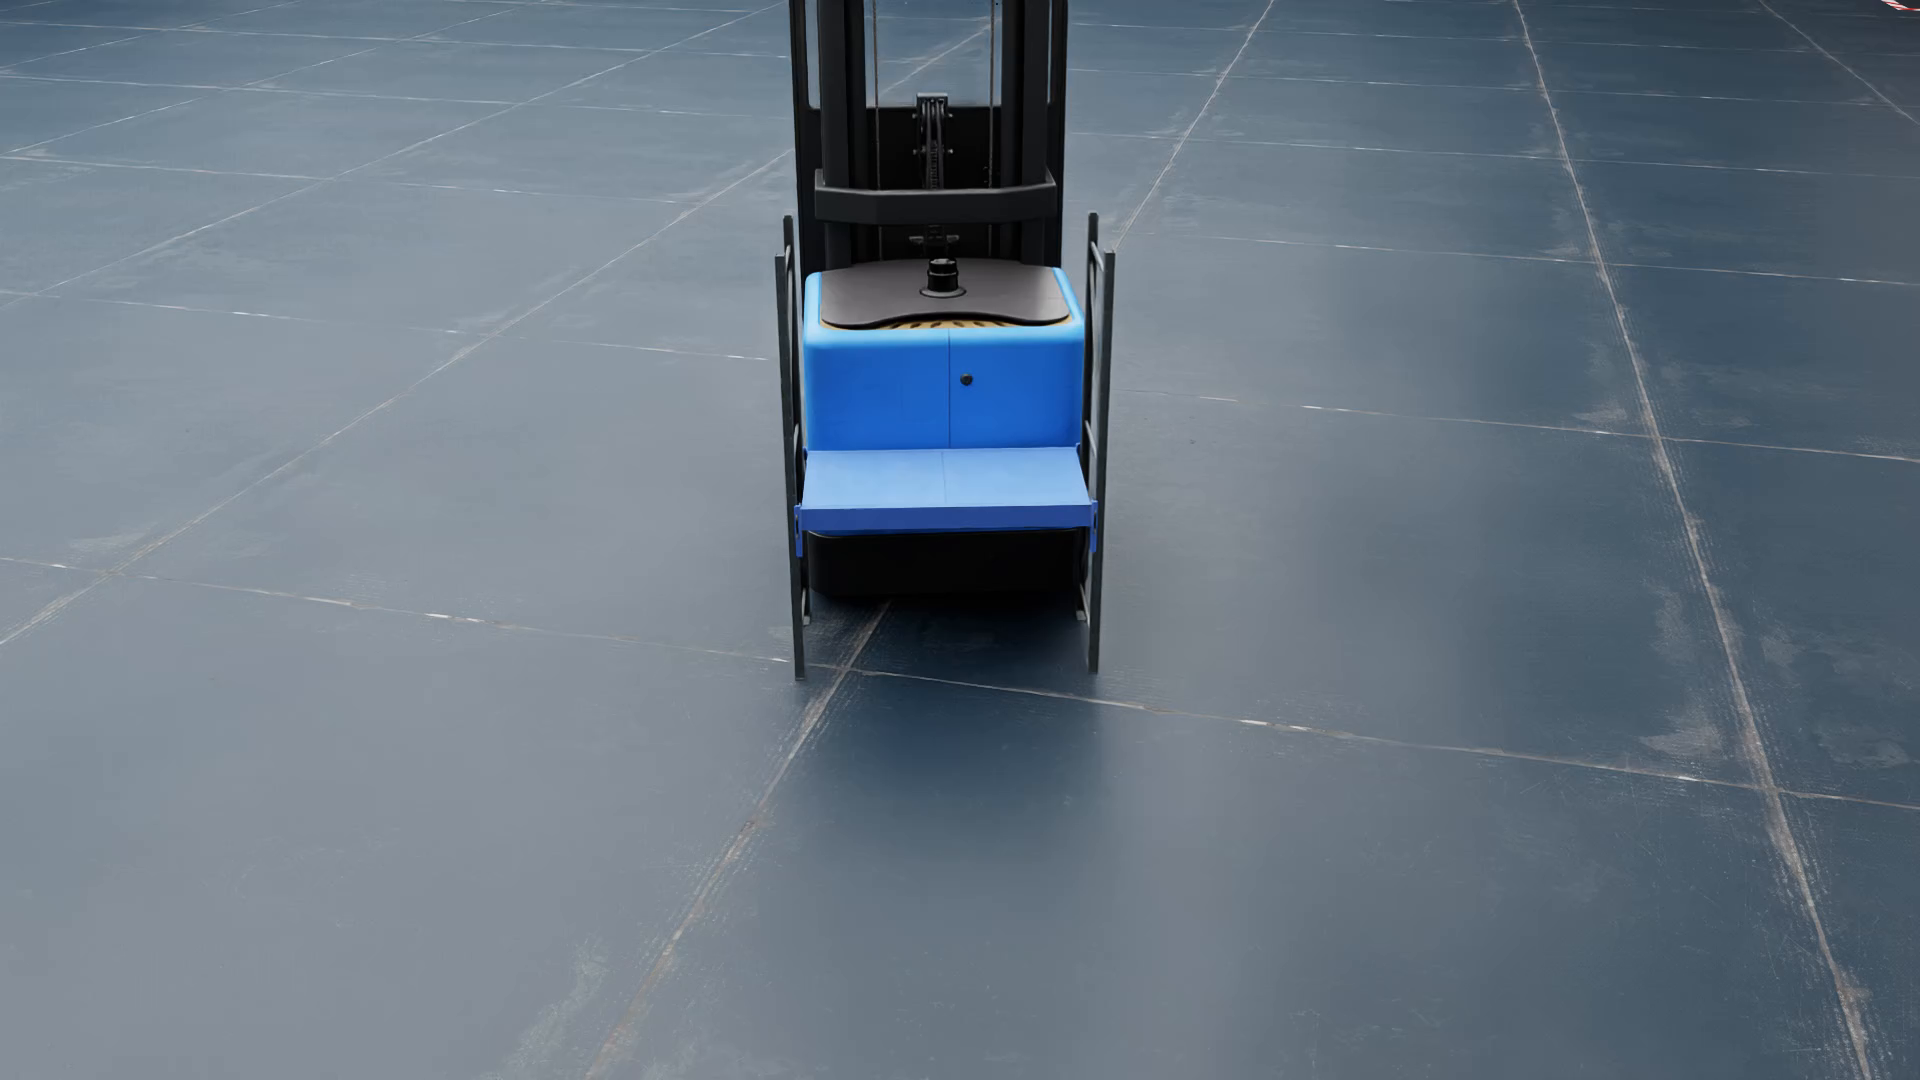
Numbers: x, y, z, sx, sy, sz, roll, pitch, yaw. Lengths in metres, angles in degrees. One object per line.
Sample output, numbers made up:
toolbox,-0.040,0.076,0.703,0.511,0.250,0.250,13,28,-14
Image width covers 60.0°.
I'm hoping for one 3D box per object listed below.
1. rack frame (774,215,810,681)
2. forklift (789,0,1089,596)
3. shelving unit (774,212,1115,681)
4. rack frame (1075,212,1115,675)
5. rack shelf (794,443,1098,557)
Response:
rack frame,-0.562,-0.299,5.632,0.032,1.500,0.500,-1,26,-2
forklift,-0.140,-1.713,6.937,1.130,2.935,3.031,-2,26,-4
shelving unit,-0.054,-0.307,5.650,1.048,1.500,0.538,-1,26,-2
rack frame,0.454,-0.316,5.668,0.032,1.500,0.500,-1,26,-2
rack shelf,-0.054,-0.145,5.727,1.000,0.185,0.538,-1,26,-2
